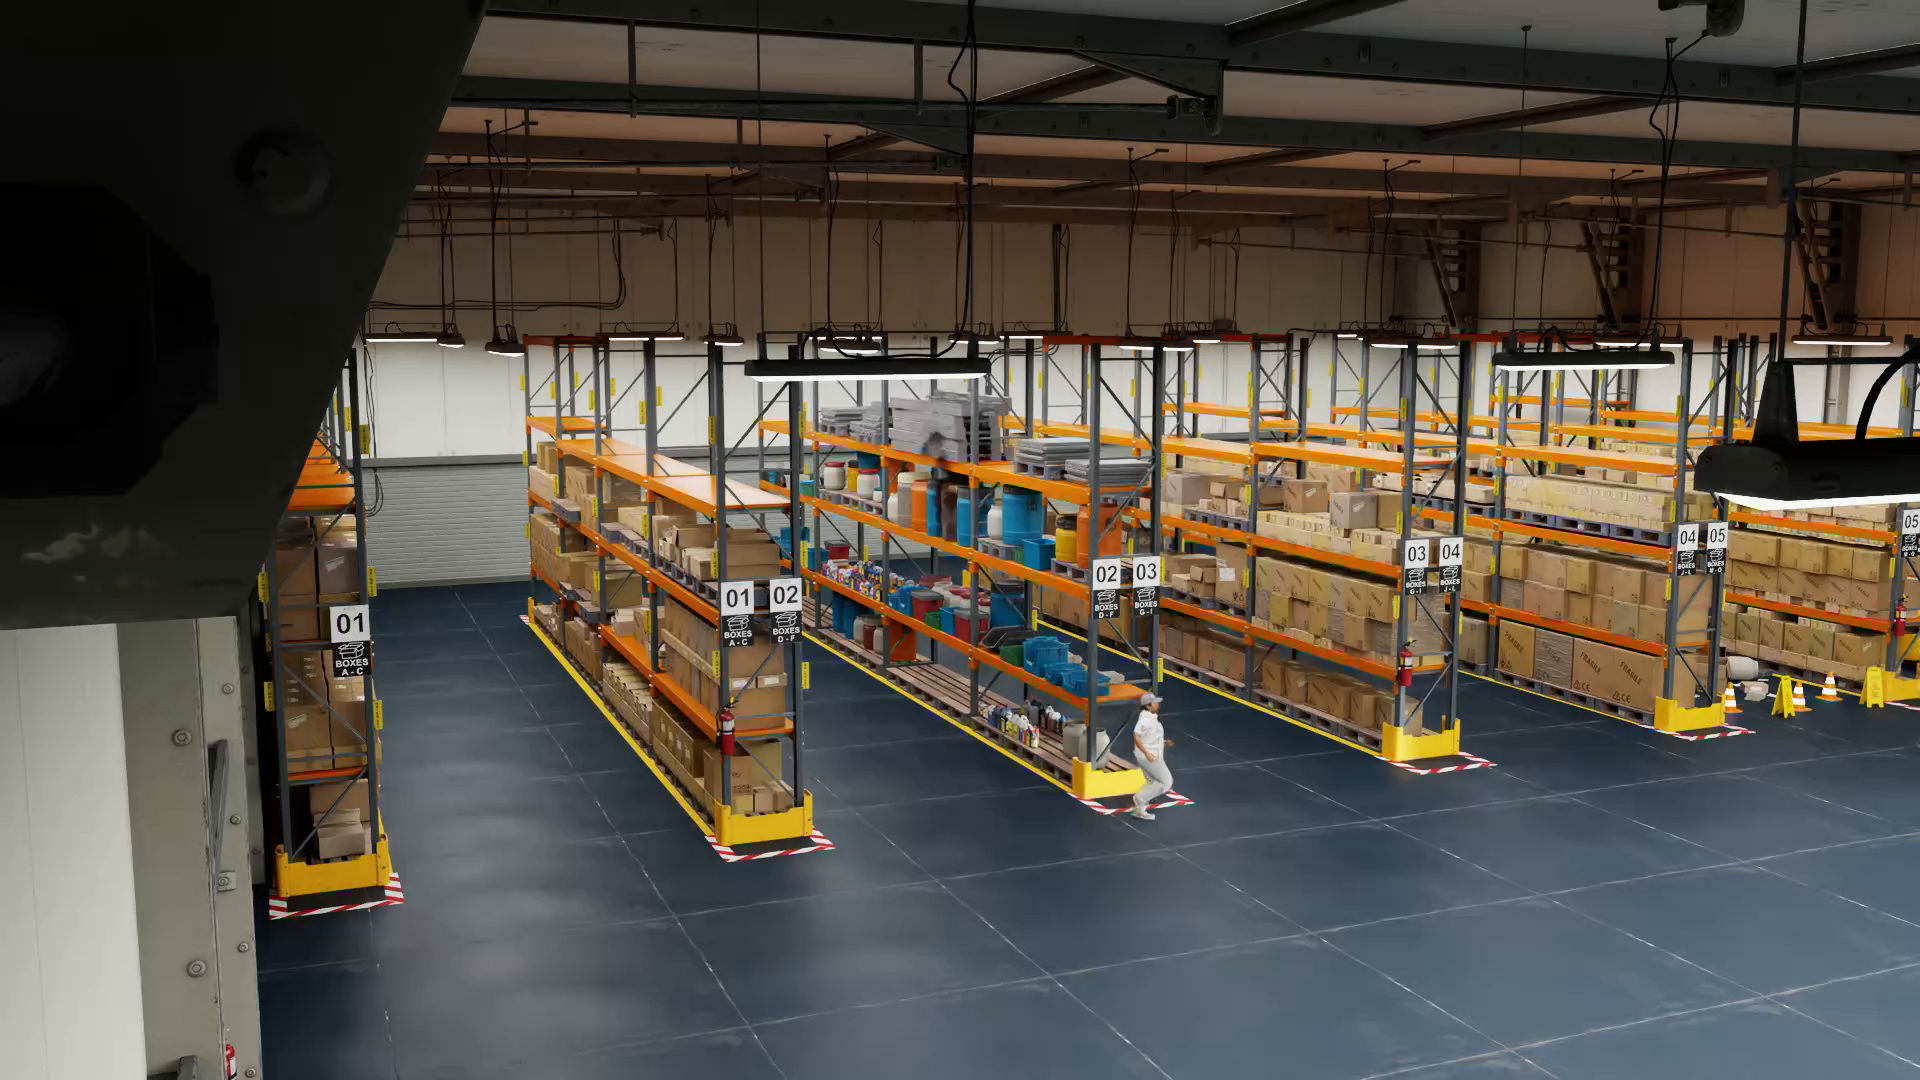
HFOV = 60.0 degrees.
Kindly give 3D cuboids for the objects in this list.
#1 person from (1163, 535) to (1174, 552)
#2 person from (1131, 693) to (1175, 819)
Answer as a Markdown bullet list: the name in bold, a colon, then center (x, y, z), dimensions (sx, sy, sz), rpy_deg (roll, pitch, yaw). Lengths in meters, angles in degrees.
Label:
- **person**: center (5.203, -0.136, 41.813), dimensions (0.929, 1.804, 0.676), rpy_deg (-5, 9, -33)
- **person**: center (2.447, 2.741, 21.037), dimensions (0.540, 1.628, 0.598), rpy_deg (1, 8, 4)
